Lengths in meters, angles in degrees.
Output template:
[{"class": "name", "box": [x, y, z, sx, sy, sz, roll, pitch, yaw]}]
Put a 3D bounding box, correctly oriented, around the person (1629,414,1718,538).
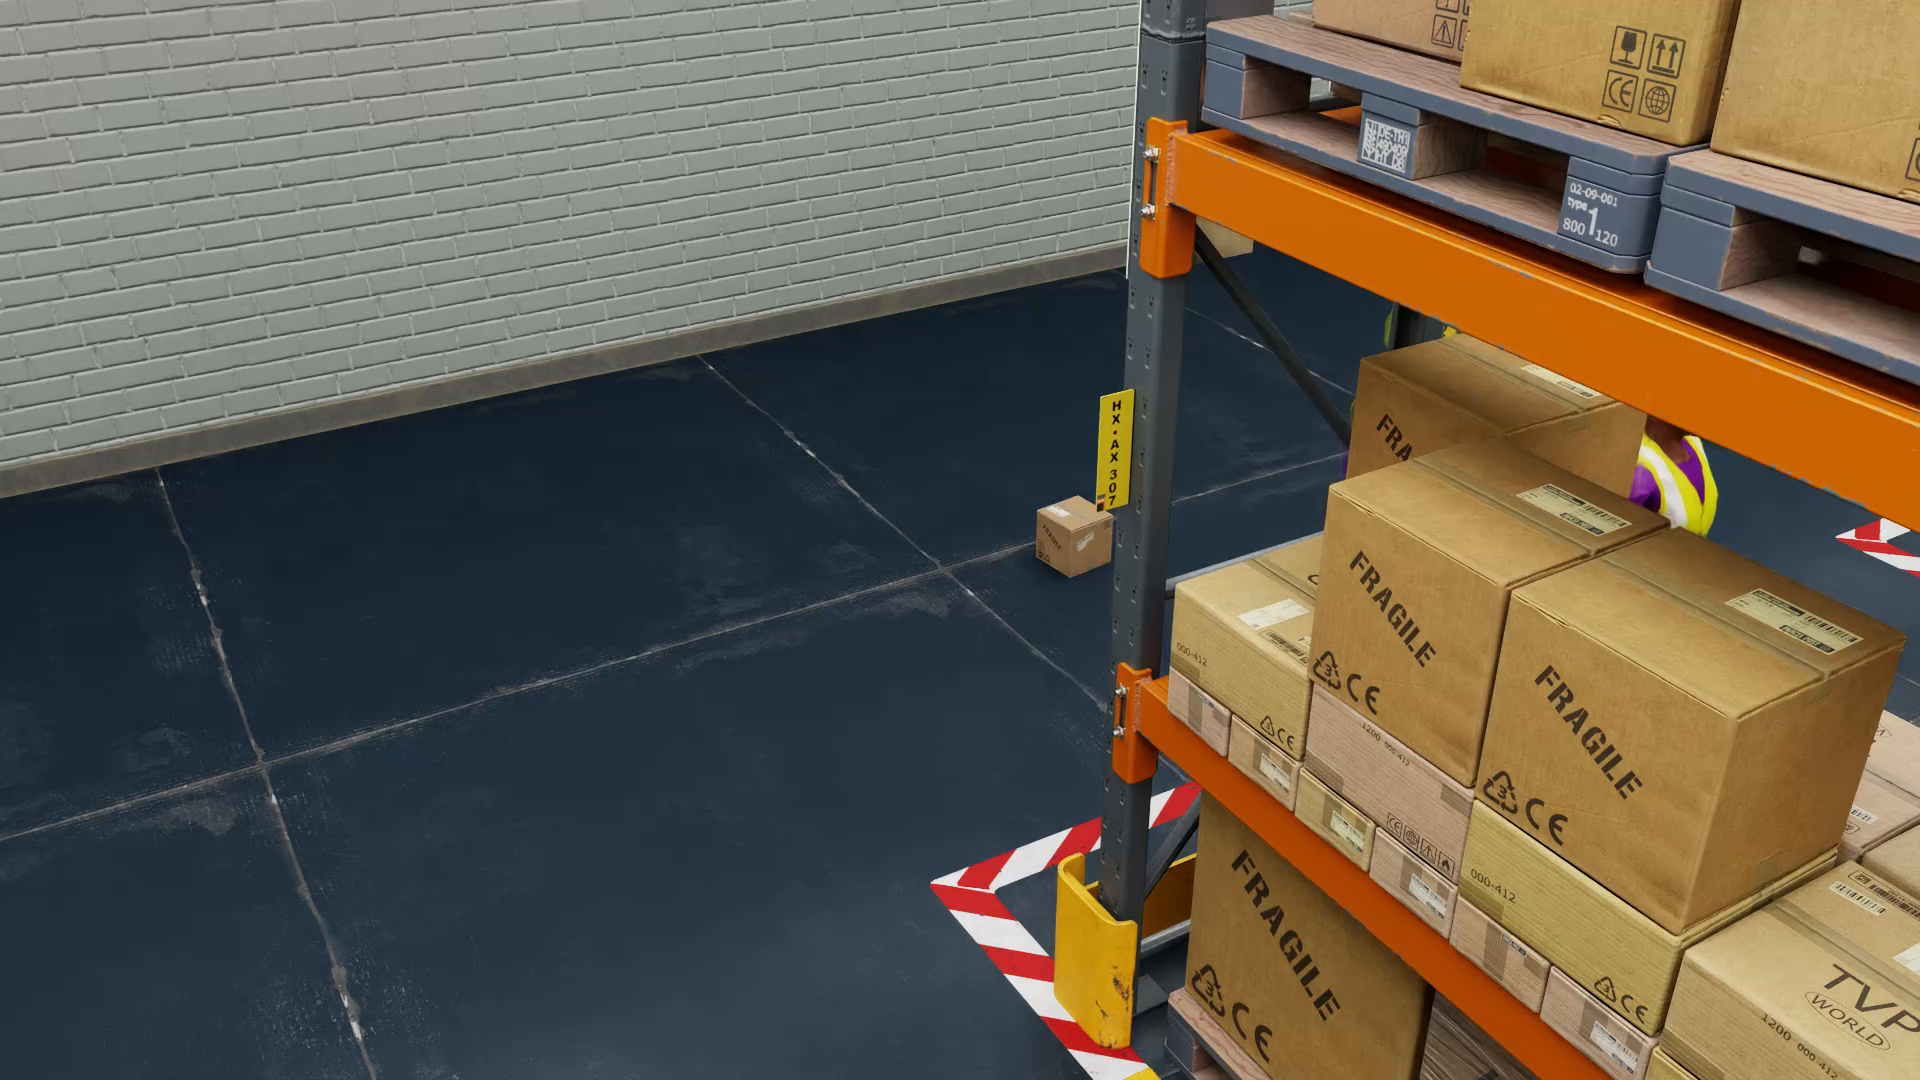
[{"class": "person", "box": [2.314, 0.177, 5.728, 0.540, 1.757, 0.591, 23, 36, 36]}]
